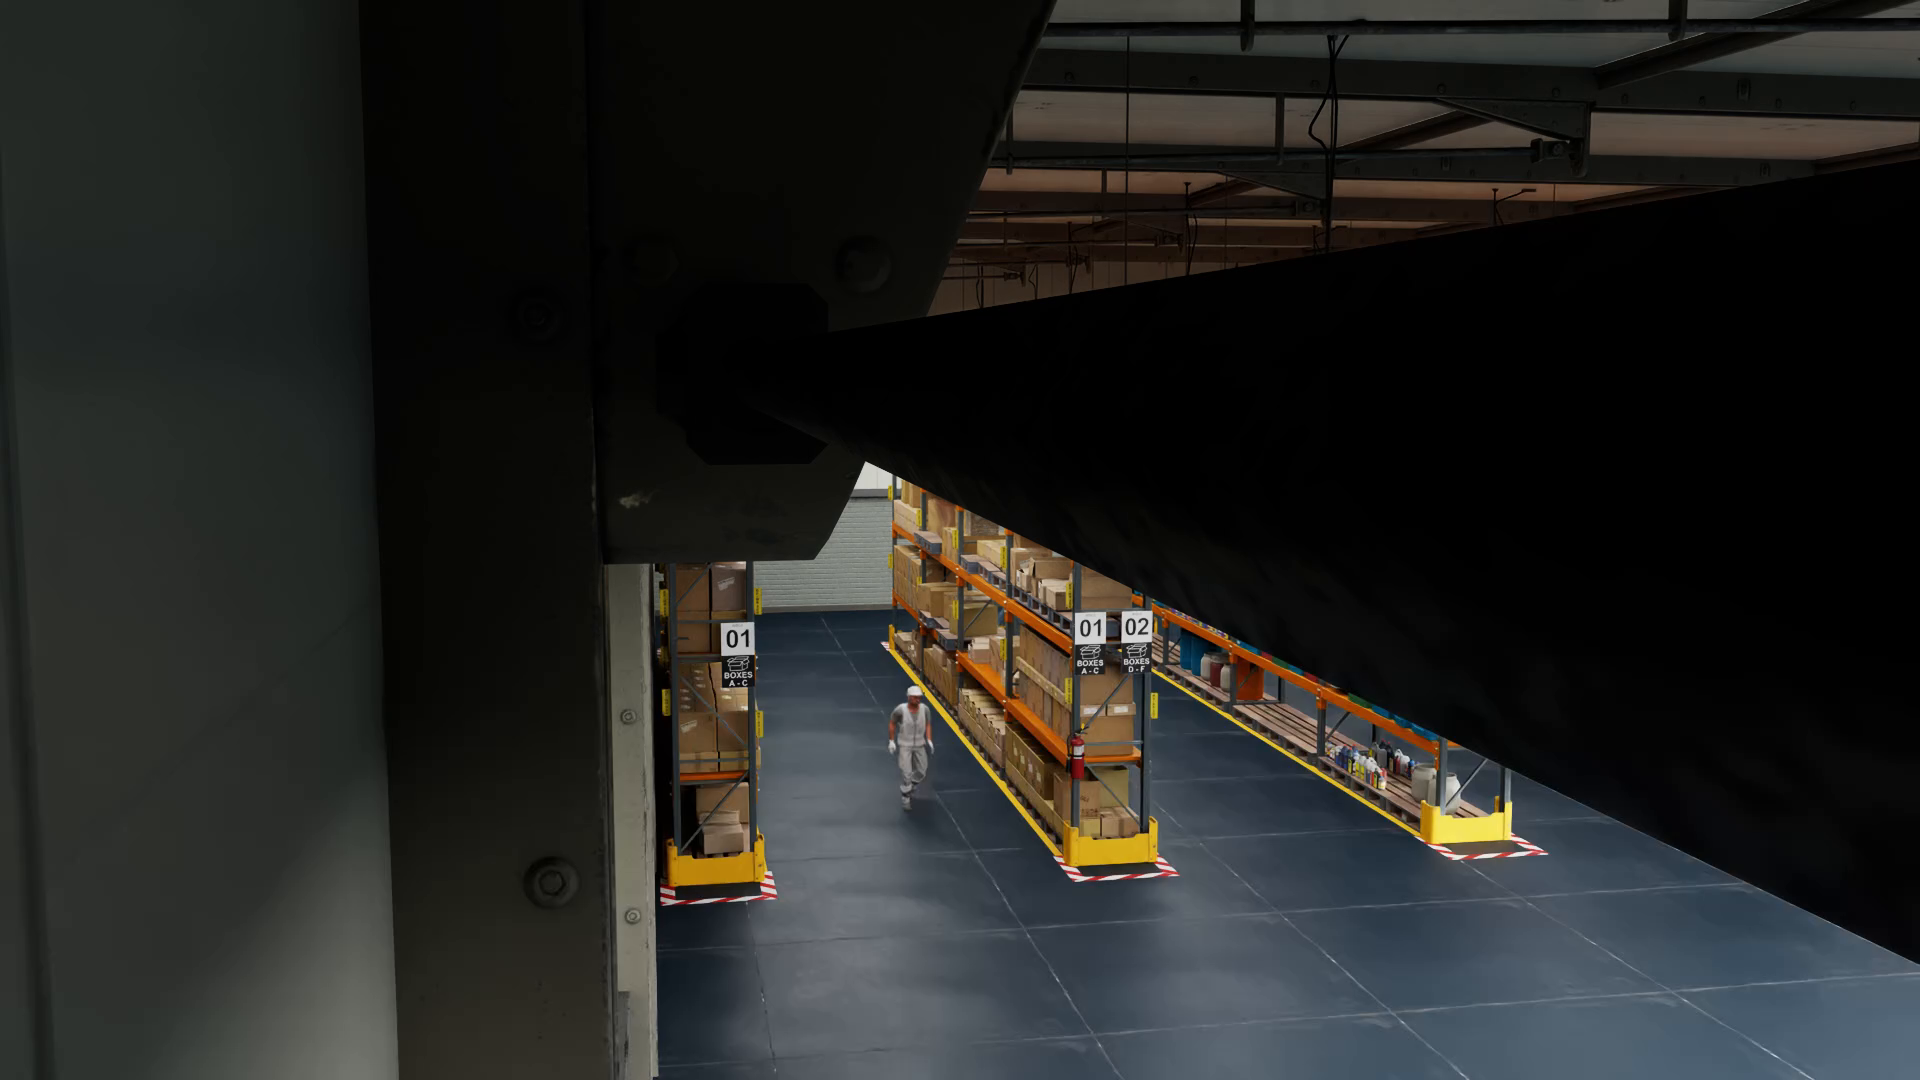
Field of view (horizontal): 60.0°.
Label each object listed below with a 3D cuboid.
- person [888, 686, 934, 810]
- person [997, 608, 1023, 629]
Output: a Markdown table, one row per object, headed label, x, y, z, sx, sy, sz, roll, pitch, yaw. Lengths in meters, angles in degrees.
| label | x | y | z | sx | sy | sz | roll | pitch | yaw |
| --- | --- | --- | --- | --- | --- | --- | --- | --- | --- |
| person | -0.732 | 2.911 | 23.621 | 0.600 | 1.769 | 0.679 | -3 | 7 | -22 |
| person | 1.268 | 1.263 | 38.899 | 0.952 | 1.730 | 0.588 | 2 | 6 | 18 |
